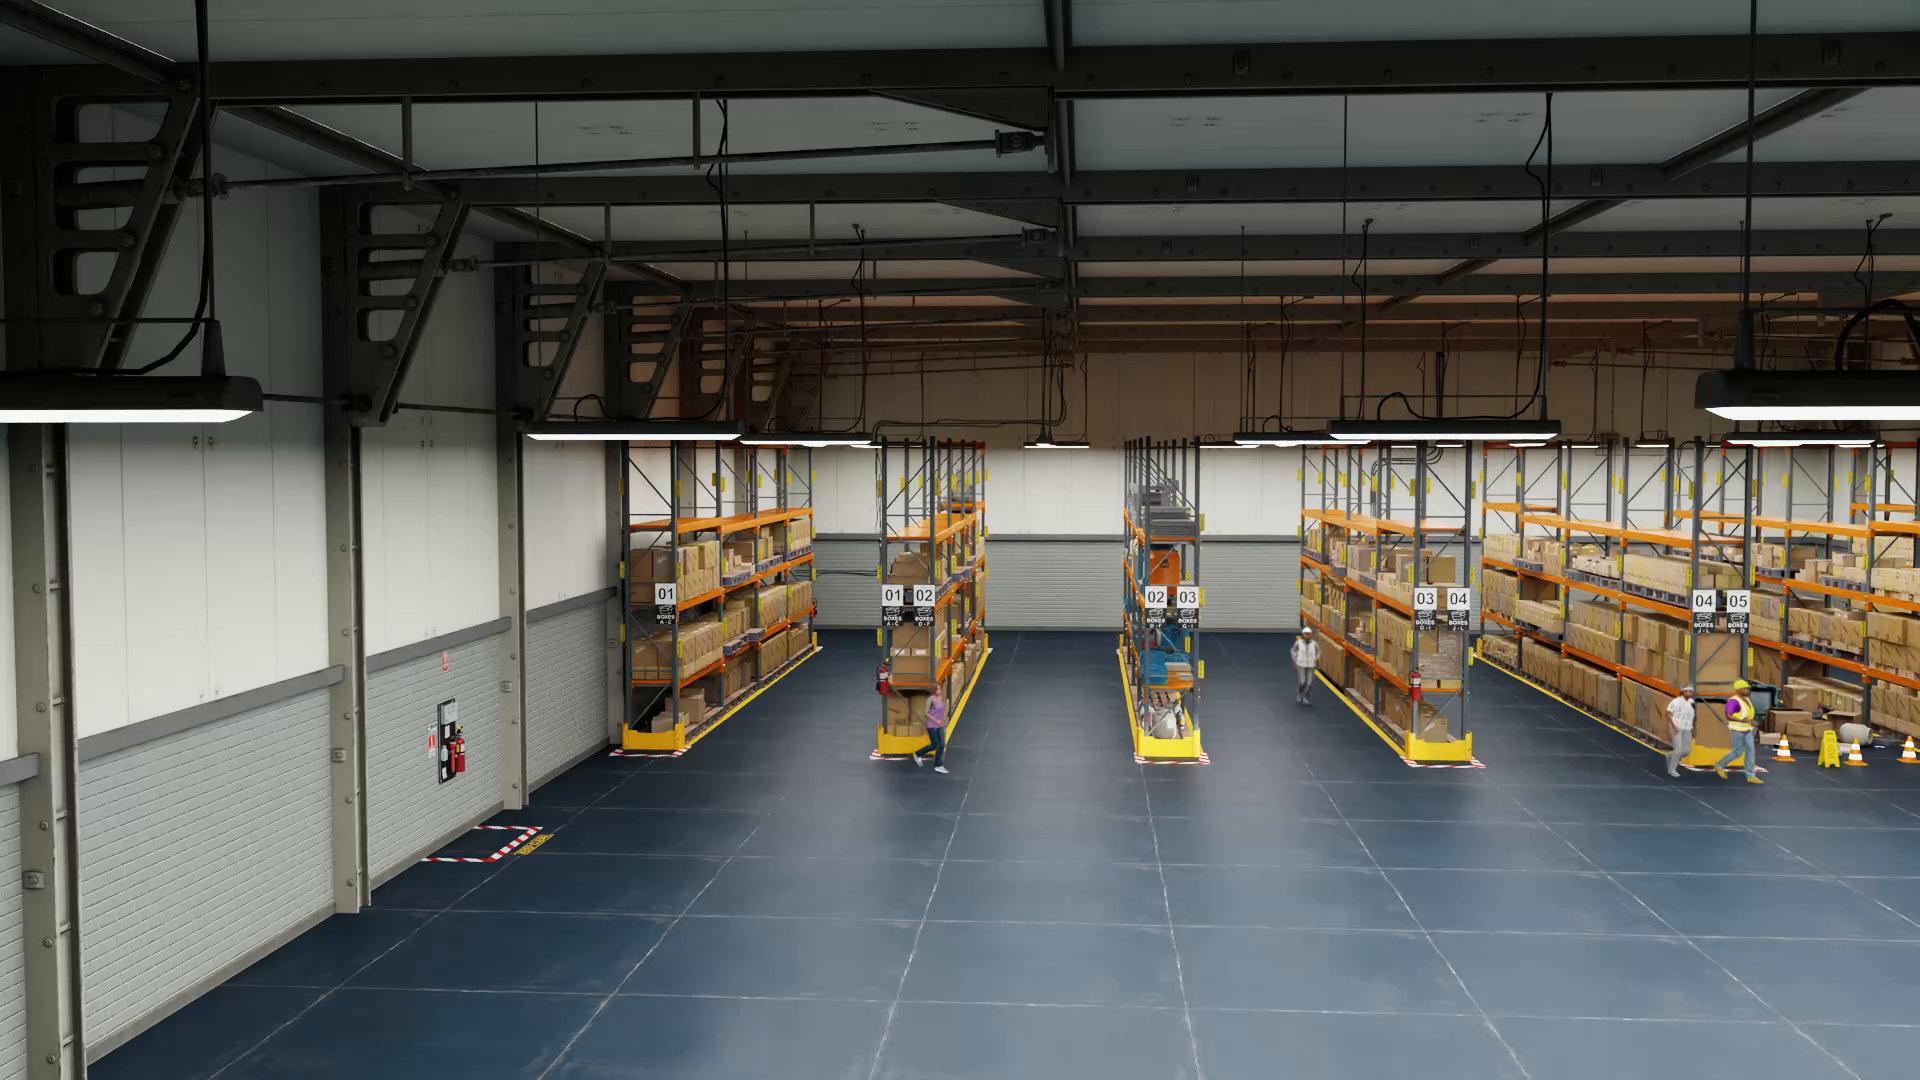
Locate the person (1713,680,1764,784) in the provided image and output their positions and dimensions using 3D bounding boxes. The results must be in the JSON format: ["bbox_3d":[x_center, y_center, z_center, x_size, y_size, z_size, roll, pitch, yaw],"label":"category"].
[{"bbox_3d":[13.452,3.290,28.664,0.723,1.755,0.866,-2,4,-34],"label":"person"}]

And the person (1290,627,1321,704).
[{"bbox_3d":[7.821,2.842,37.495,0.667,1.740,0.601,0,3,1],"label":"person"}]

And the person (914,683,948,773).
[{"bbox_3d":[-0.491,3.349,29.751,0.680,1.593,0.566,2,4,33],"label":"person"}]

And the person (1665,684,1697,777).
[{"bbox_3d":[12.753,3.339,29.473,0.611,1.630,0.545,-1,3,-16],"label":"person"}]
